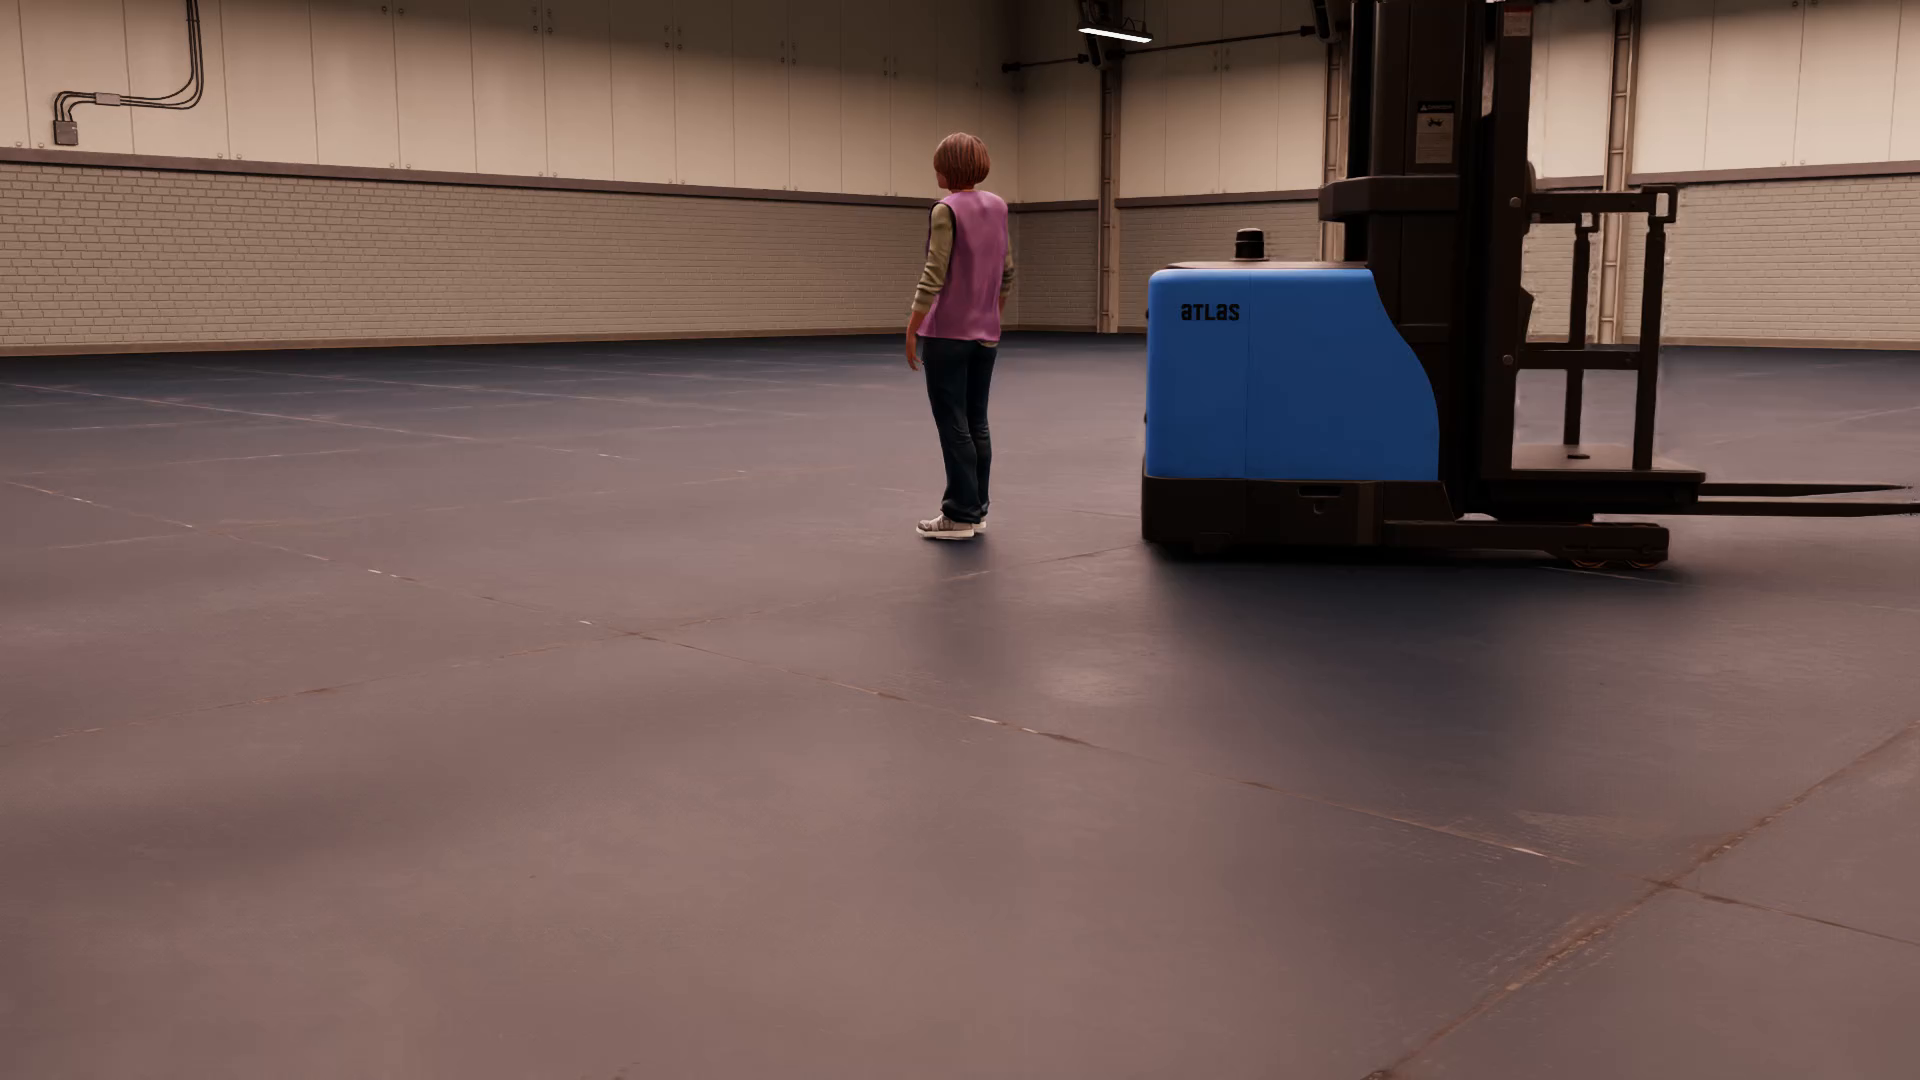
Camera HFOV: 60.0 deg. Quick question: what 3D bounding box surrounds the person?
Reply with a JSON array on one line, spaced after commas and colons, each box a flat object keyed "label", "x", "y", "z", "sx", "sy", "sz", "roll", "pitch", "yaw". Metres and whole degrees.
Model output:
[{"label": "person", "x": -0.048, "y": -0.804, "z": 6.665, "sx": 0.466, "sy": 1.600, "sz": 0.515, "roll": 8, "pitch": 12, "yaw": 44}]

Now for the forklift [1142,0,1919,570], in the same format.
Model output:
[{"label": "forklift", "x": 2.241, "y": -1.424, "z": 6.331, "sx": 3.031, "sy": 2.935, "sz": 1.130, "roll": 1, "pitch": 9, "yaw": 6}]
